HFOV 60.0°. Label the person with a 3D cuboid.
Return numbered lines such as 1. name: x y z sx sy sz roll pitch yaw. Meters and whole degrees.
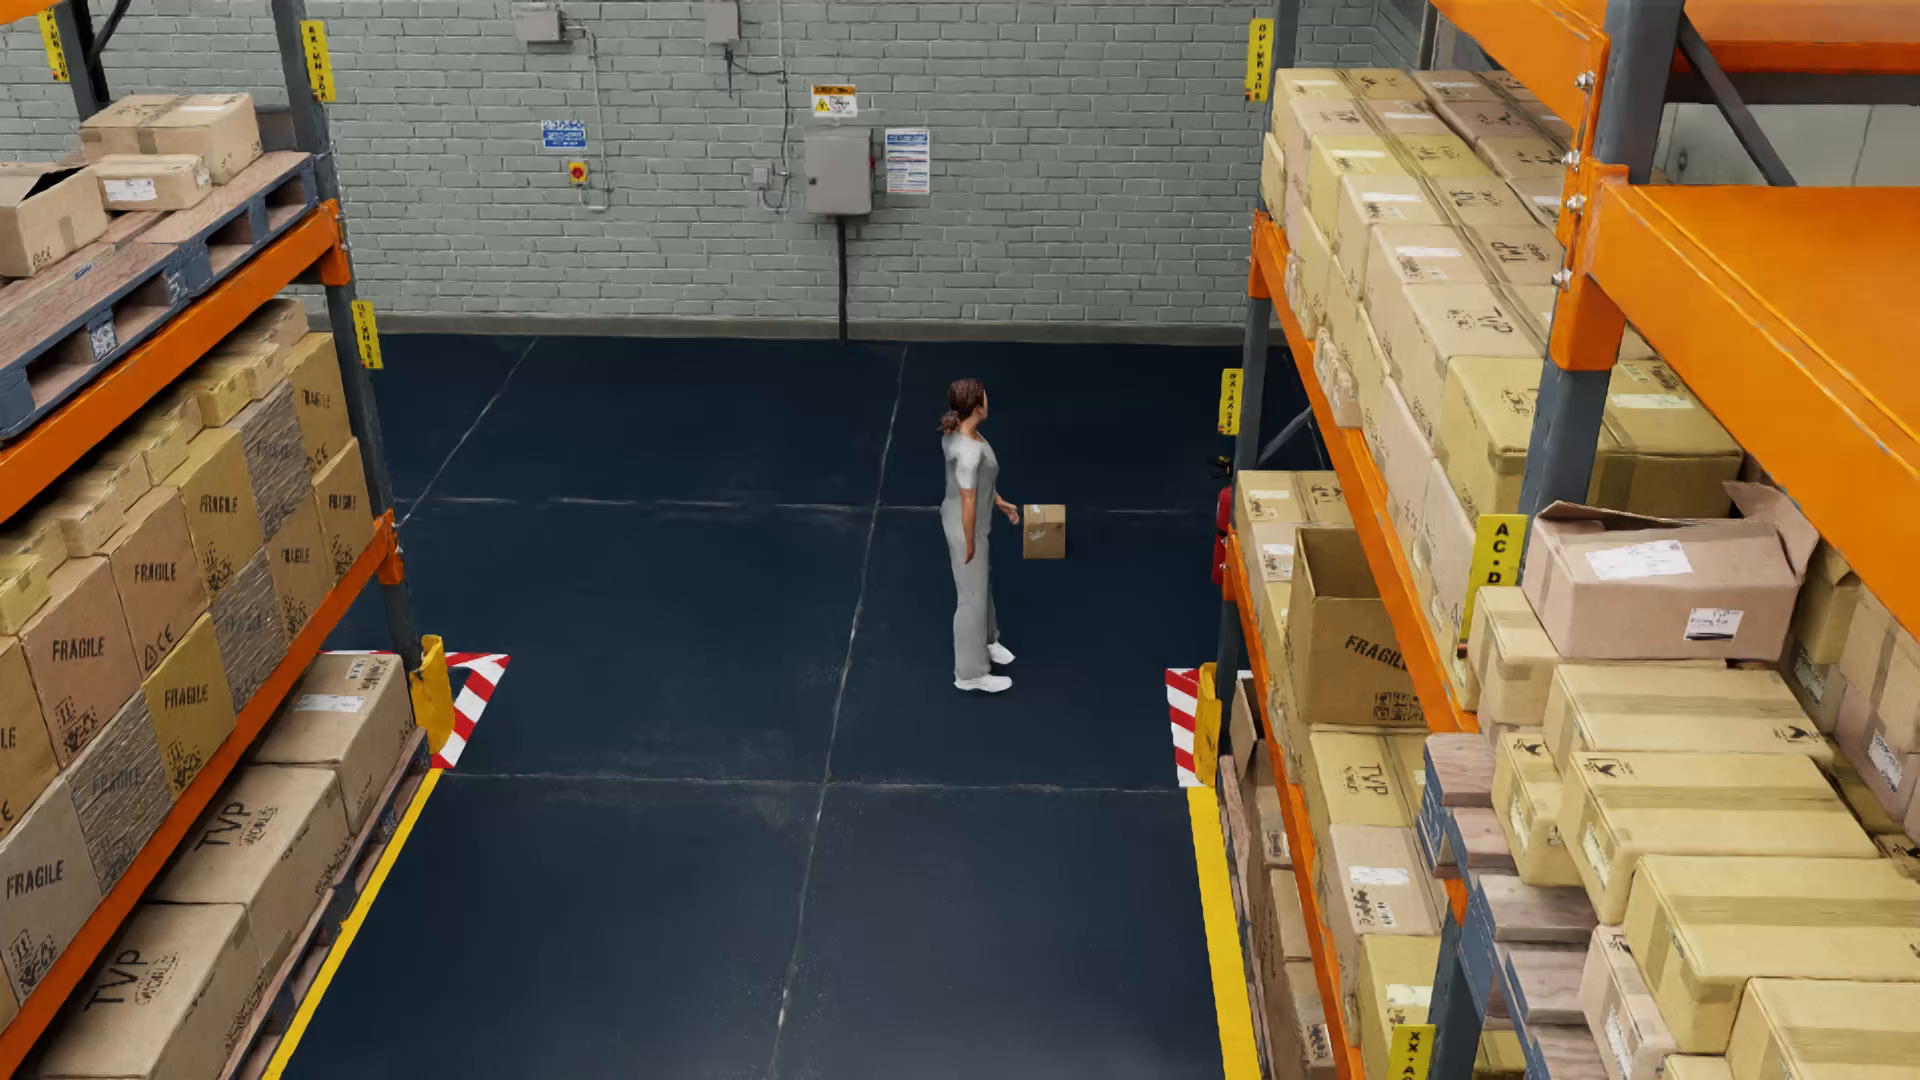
1. person: 0.105 -0.047 8.705 0.451 1.672 0.549 -4 28 -7
